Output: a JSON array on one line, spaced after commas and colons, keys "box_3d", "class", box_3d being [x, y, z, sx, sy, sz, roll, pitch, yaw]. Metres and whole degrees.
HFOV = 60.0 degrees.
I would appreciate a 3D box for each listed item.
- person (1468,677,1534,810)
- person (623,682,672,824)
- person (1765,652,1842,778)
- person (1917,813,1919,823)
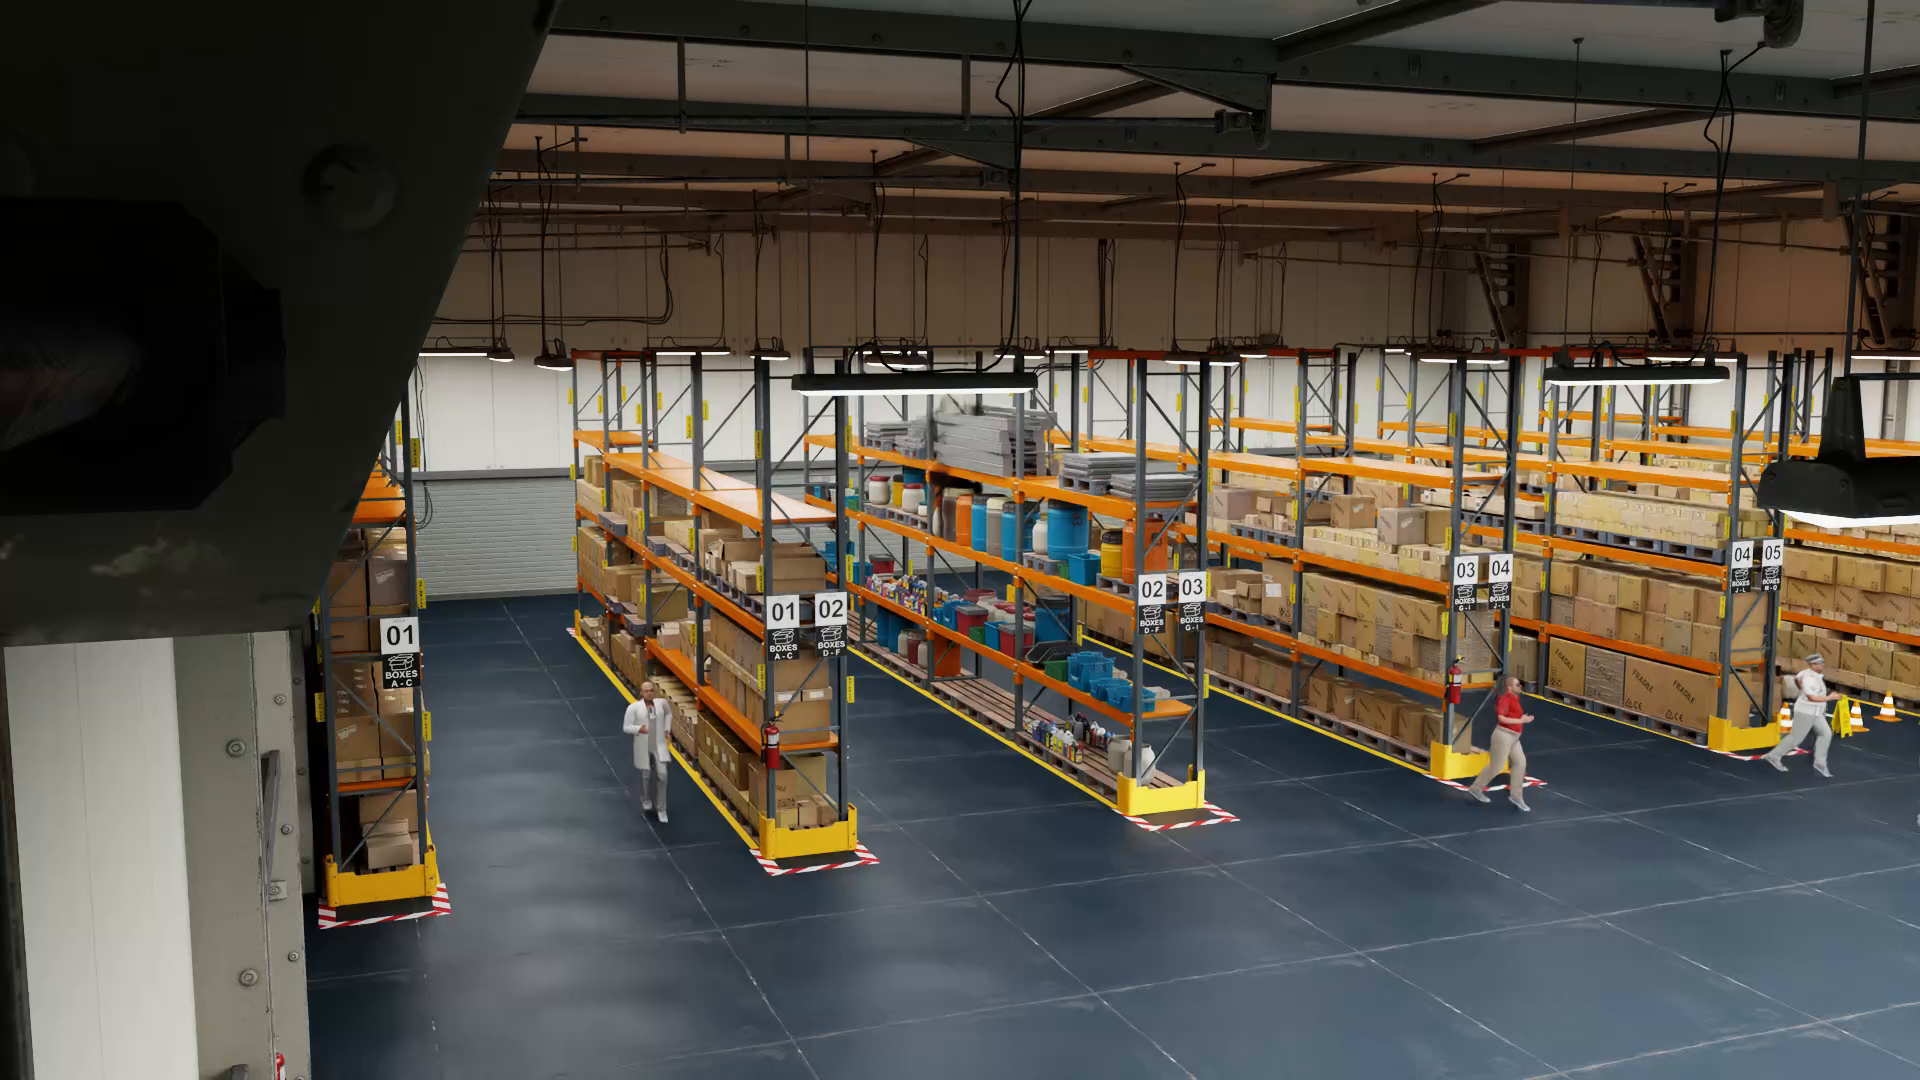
[{"box_3d": [7.308, 2.719, 22.343, 0.805, 1.791, 0.662, 5, 8, 33], "class": "person"}, {"box_3d": [-4.059, 2.761, 21.742, 0.687, 1.851, 0.868, -2, 8, -19], "class": "person"}, {"box_3d": [12.135, 2.499, 23.871, 0.926, 1.843, 0.673, 5, 9, 35], "class": "person"}, {"box_3d": [12.588, 2.859, 20.968, 0.827, 1.787, 0.681, 3, 8, 20], "class": "person"}]
